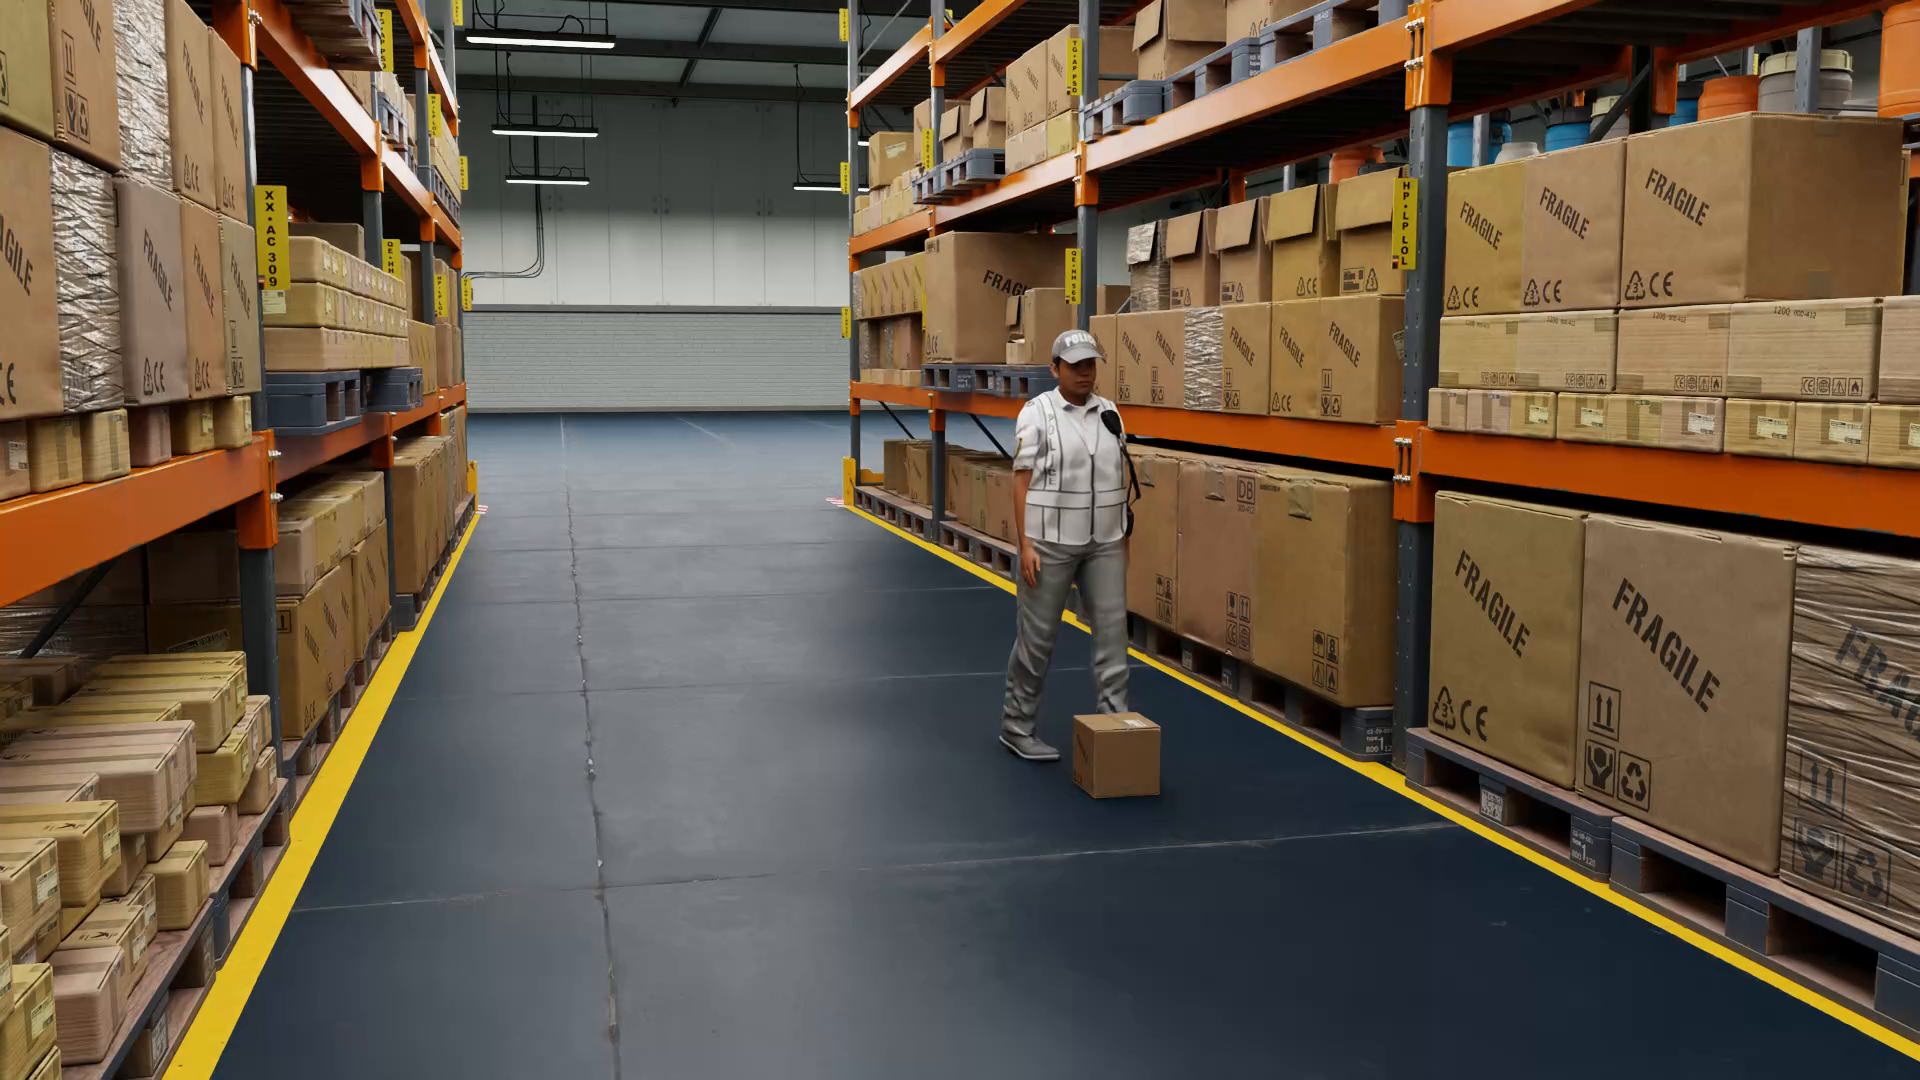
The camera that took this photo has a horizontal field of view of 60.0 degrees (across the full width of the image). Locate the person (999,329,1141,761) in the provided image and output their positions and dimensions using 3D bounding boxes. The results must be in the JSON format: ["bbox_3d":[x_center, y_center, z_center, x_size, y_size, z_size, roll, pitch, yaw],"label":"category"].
[{"bbox_3d":[0.462,0.034,6.378,0.487,1.673,0.583,-2,7,-21],"label":"person"}]
